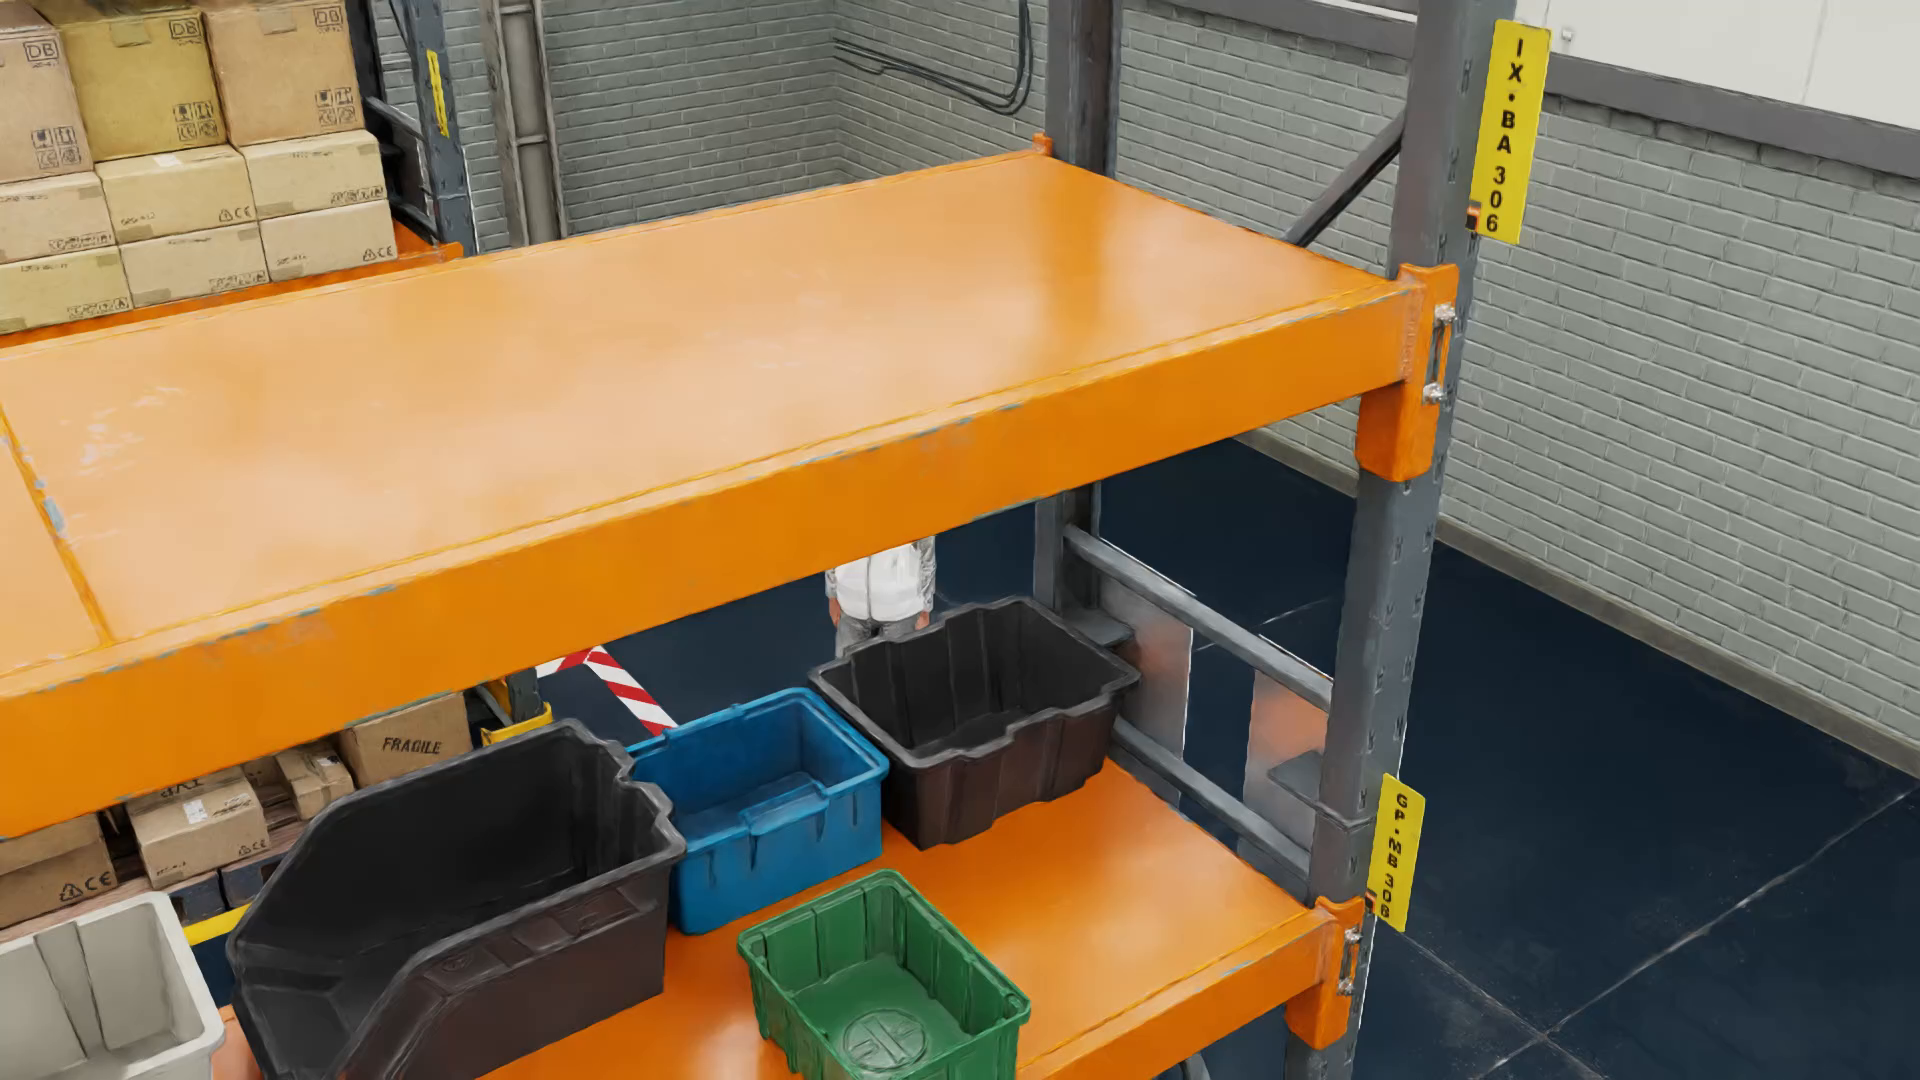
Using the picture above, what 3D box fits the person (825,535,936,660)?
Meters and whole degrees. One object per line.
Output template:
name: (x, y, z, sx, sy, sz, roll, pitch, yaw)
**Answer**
person: (-0.393, 0.302, 8.089, 0.544, 1.758, 0.733, 8, 29, 14)
